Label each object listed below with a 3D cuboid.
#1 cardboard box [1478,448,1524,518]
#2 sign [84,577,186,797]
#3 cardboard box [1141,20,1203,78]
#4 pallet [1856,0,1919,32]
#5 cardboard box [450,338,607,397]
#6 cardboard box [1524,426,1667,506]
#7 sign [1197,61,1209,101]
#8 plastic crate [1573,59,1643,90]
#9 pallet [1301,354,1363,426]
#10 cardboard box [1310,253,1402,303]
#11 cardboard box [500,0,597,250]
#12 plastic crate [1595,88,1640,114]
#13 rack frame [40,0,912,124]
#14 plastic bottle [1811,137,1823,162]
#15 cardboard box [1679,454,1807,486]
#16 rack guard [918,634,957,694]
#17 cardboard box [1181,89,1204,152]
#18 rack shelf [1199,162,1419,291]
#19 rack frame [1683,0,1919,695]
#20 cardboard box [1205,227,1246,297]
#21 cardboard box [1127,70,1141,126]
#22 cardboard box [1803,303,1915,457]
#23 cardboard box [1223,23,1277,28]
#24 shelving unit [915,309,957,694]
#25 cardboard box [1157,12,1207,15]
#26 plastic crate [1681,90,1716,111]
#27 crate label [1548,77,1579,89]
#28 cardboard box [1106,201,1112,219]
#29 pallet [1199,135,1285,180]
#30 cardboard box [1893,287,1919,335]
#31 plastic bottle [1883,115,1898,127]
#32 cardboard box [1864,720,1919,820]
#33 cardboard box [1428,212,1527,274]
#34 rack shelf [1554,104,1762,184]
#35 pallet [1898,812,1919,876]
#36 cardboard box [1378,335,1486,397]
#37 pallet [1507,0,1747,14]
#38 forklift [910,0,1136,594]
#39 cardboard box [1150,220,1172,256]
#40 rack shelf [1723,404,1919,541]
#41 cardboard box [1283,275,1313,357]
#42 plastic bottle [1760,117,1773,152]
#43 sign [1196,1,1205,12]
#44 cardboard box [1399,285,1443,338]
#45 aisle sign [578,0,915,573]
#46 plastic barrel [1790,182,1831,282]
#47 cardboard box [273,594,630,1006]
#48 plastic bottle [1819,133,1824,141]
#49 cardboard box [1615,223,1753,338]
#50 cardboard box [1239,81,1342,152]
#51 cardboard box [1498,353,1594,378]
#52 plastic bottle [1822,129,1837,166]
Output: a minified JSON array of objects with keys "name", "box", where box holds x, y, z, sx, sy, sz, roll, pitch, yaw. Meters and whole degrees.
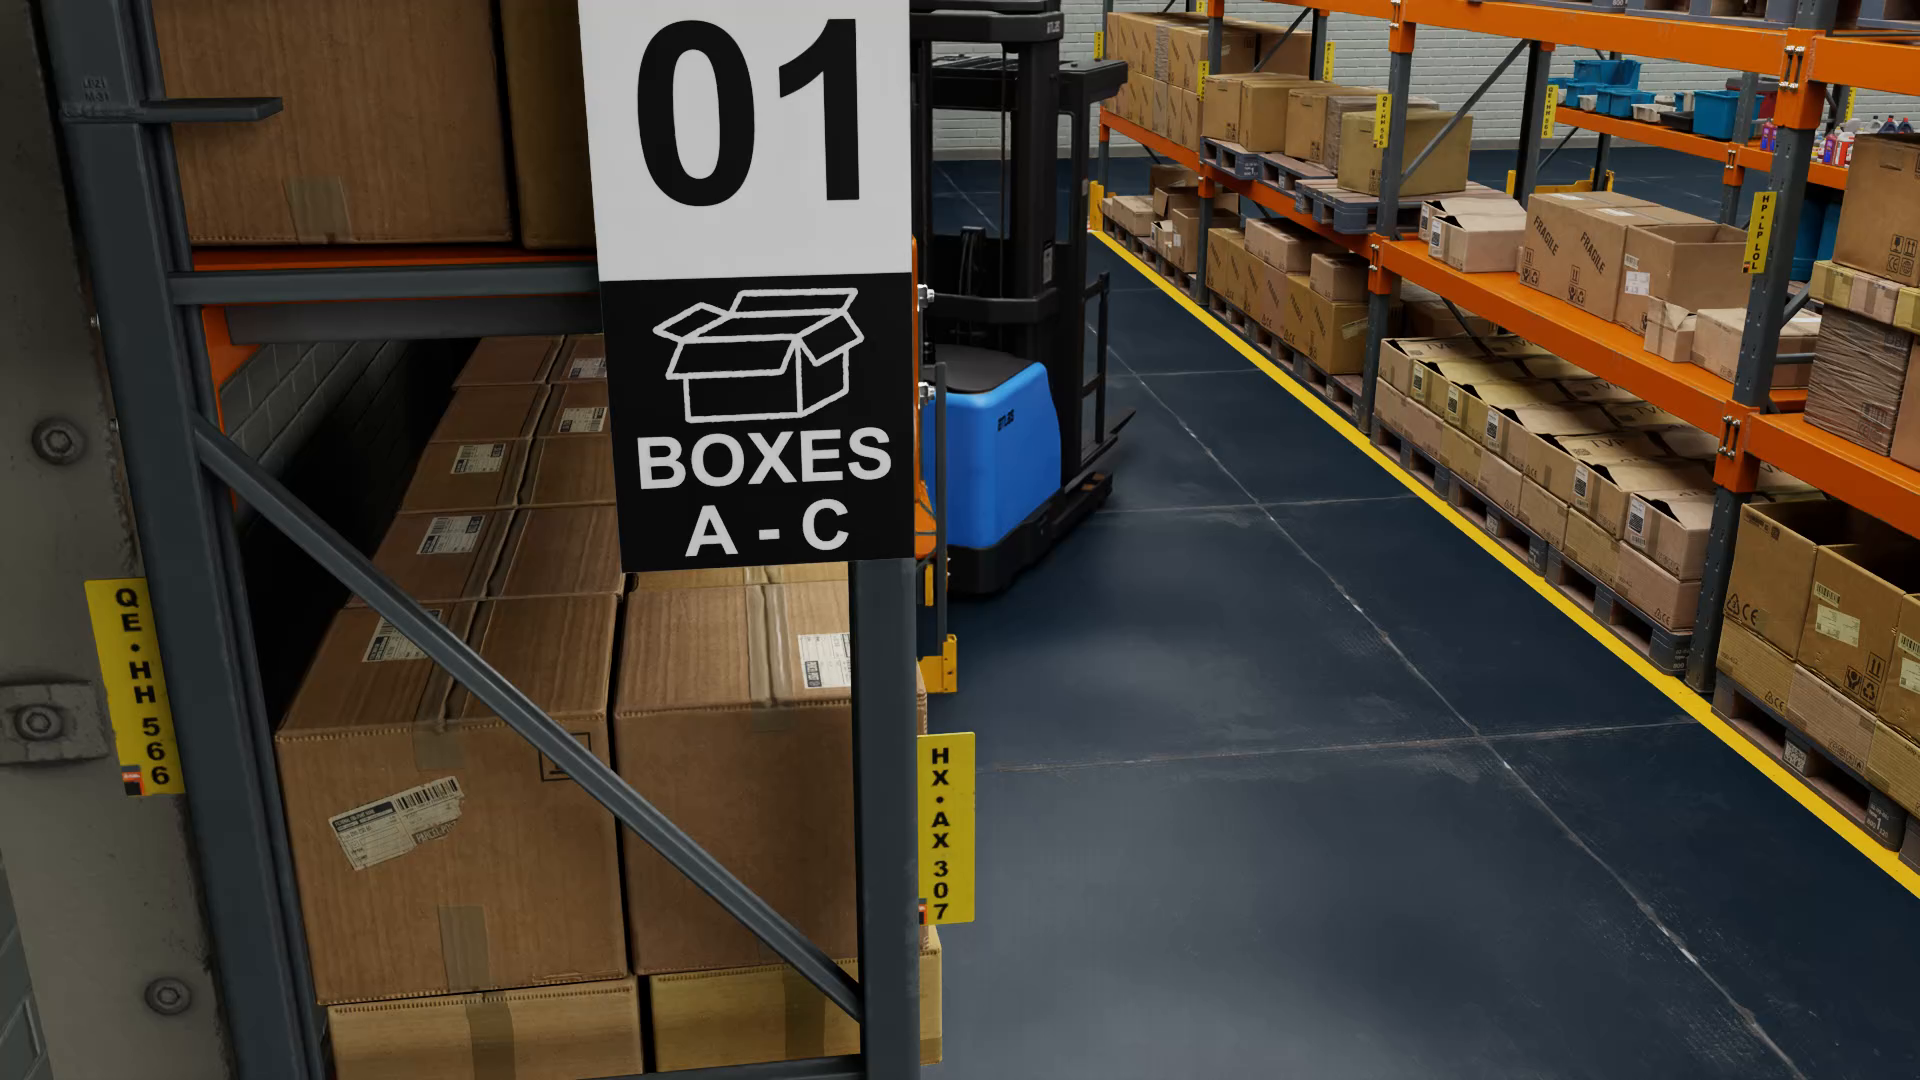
[{"name":"cardboard box","box":[3.197,-0.329,9.140,0.500,0.250,0.500,-2,21,-7]},{"name":"sign","box":[-1.116,0.204,2.277,0.100,0.325,0.005,-3,21,-8]},{"name":"cardboard box","box":[2.058,-4.736,16.038,0.500,0.500,0.500,-3,21,-8]},{"name":"pallet","box":[3.909,-1.833,5.676,1.003,0.211,1.213,-3,21,-8]},{"name":"cardboard box","box":[-1.143,-0.277,4.785,0.500,0.500,0.500,-2,21,-6]},{"name":"cardboard box","box":[3.268,-0.413,8.563,0.500,0.311,0.500,-3,21,-8]},{"name":"sign","box":[2.071,-3.908,14.156,0.100,0.325,0.005,-3,21,-8]},{"name":"plastic crate","box":[7.166,-5.105,18.460,0.616,0.435,0.499,-3,21,-8]},{"name":"pallet","box":[3.114,-1.102,11.865,1.003,0.211,1.213,-3,21,-8]},{"name":"cardboard box","box":[2.804,-1.866,11.796,0.500,0.250,0.500,-2,21,-6]},{"name":"cardboard box","box":[-0.365,-0.717,2.390,0.500,0.500,0.500,-2,21,-6]},{"name":"plastic crate","box":[6.832,-4.558,17.287,0.416,0.233,0.300,-3,21,-8]},{"name":"rack frame","box":[-0.564,-1.937,1.542,1.000,3.000,0.127,-3,21,-8]},{"name":"plastic bottle","box":[7.256,-3.307,14.067,0.097,0.201,0.097,0,20,0]},{"name":"cardboard box","box":[3.880,-0.264,8.163,0.500,0.311,0.500,-3,21,-8]},{"name":"rack guard","box":[-0.309,0.561,7.357,0.587,0.250,0.087,-2,21,-6]},{"name":"cardboard box","box":[2.281,-3.740,14.799,0.500,0.500,0.500,-3,21,-7]},{"name":"rack shelf","box":[2.896,-2.503,12.660,1.077,0.370,4.000,-3,21,-8]},{"name":"rack frame","box":[3.760,-0.763,6.972,1.000,3.000,0.127,-3,21,-8]},{"name":"cardboard box","box":[2.436,-2.388,14.267,0.500,0.500,0.500,-4,21,-10]},{"name":"cardboard box","box":[1.983,-4.445,16.688,0.500,0.500,0.500,-3,21,-8]},{"name":"cardboard box","box":[3.831,-0.657,6.544,0.700,0.500,0.500,-3,21,-9]},{"name":"cardboard box","box":[2.669,-4.582,15.625,0.500,0.500,0.500,-4,21,-9]},{"name":"shelving unit","box":[-0.368,-0.198,7.602,0.587,1.500,1.083,-2,21,-6]},{"name":"cardboard box","box":[2.367,-5.293,17.528,0.500,0.500,0.500,-3,21,-8]},{"name":"plastic crate","box":[7.472,-4.292,16.504,0.437,0.282,0.530,-3,21,-8]},{"name":"crate label","box":[6.643,-5.014,18.507,0.416,0.233,0.303,-3,21,-8]},{"name":"cardboard box","box":[1.787,-3.548,17.849,0.380,0.166,0.250,-3,21,-8]},{"name":"pallet","box":[2.614,-3.161,13.666,1.003,0.211,1.213,-3,21,-8]},{"name":"cardboard box","box":[3.683,-0.835,6.094,0.380,0.149,0.250,-3,21,-9]},{"name":"plastic bottle","box":[7.966,-3.457,14.254,0.144,0.351,0.185,-3,21,-8]},{"name":"cardboard box","box":[3.661,0.851,5.980,0.500,0.250,0.500,-3,21,-8]},{"name":"cardboard box","box":[3.121,-1.787,9.840,0.500,0.311,0.500,-3,21,-8]},{"name":"rack shelf","box":[7.221,-4.137,17.033,1.077,0.370,4.000,-3,21,-8]},{"name":"pallet","box":[4.013,1.244,5.584,1.003,0.211,1.213,-3,21,-8]},{"name":"cardboard box","box":[2.969,-1.123,10.464,0.500,0.311,0.500,-2,21,-6]},{"name":"pallet","box":[3.534,-2.847,8.535,1.003,0.211,1.213,-2,21,-5]},{"name":"forklift","box":[0.255,-1.584,9.269,1.130,2.935,3.031,8,22,21]},{"name":"cardboard box","box":[2.136,-2.922,15.967,0.500,0.311,0.500,-3,21,-8]},{"name":"rack shelf","box":[4.049,0.266,5.244,1.077,0.370,4.000,-3,21,-8]},{"name":"cardboard box","box":[2.742,-1.674,12.356,0.500,0.500,0.500,-4,21,-10]},{"name":"plastic bottle","box":[7.140,-3.578,14.676,0.061,0.283,0.133,-3,21,-8]},{"name":"sign","box":[2.583,-5.629,17.895,0.100,0.325,0.005,-3,21,-8]},{"name":"cardboard box","box":[3.320,-1.536,11.986,0.500,0.500,0.500,-4,21,-10]},{"name":"aisle sign","box":[-0.257,-0.335,2.111,0.394,0.787,0.004,-3,21,-8]},{"name":"plastic barrel","box":[7.571,-2.806,14.841,0.600,0.901,0.708,-3,21,-8]},{"name":"cardboard box","box":[-0.843,0.430,2.891,0.500,0.500,0.500,-3,21,-8]},{"name":"plastic bottle","box":[7.373,-3.395,14.303,0.097,0.201,0.097,0,20,0]},{"name":"cardboard box","box":[3.590,-1.259,8.157,0.500,0.500,0.500,-1,21,-4]},{"name":"cardboard box","box":[2.616,-3.366,13.199,0.700,0.500,0.500,0,20,1]},{"name":"cardboard box","box":[3.584,-0.971,10.056,0.500,0.311,0.500,-3,21,-9]},{"name":"plastic bottle","box":[7.268,-3.271,13.853,0.061,0.283,0.133,-3,21,-8]}]
